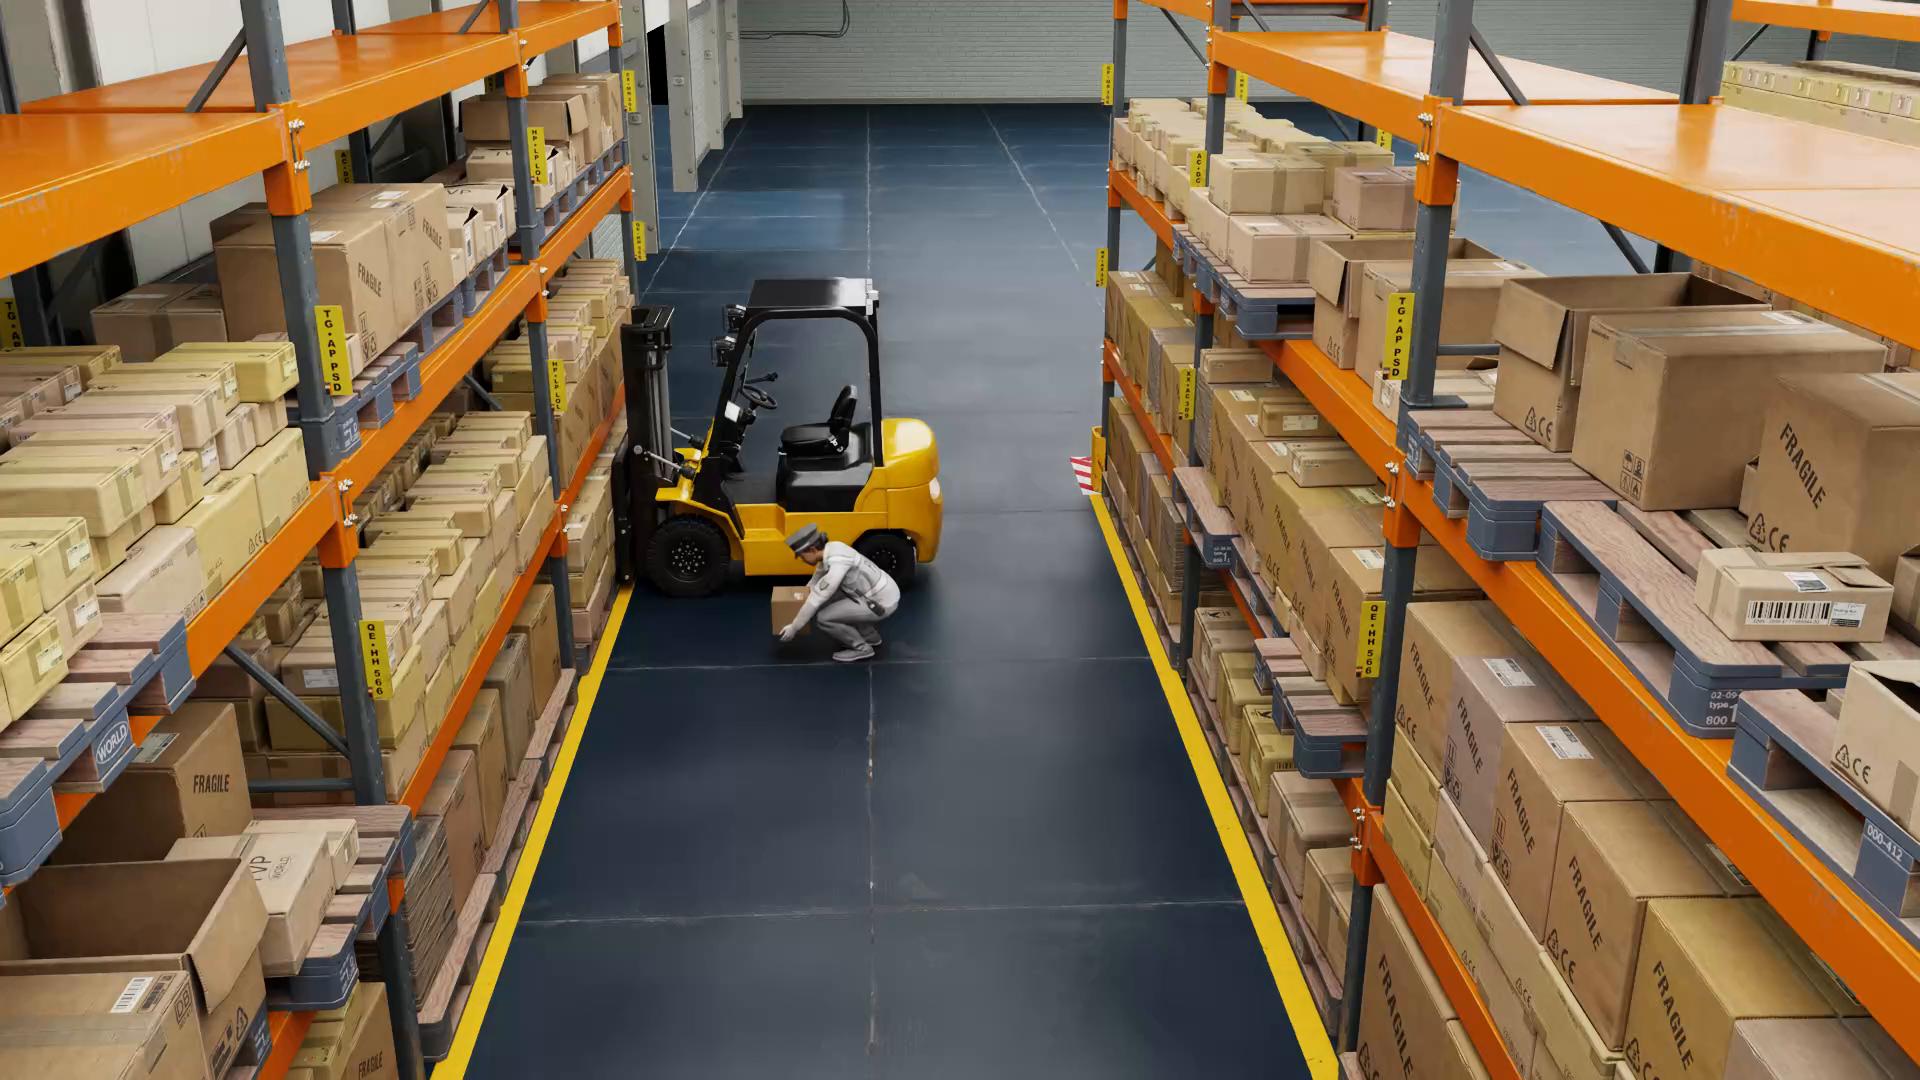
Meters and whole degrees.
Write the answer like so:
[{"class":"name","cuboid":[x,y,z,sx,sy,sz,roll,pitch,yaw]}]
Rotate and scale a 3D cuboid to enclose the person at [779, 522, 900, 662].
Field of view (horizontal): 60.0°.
[{"class":"person","cuboid":[-0.813,0.327,11.221,0.815,0.967,0.496,-1,21,-3]}]
